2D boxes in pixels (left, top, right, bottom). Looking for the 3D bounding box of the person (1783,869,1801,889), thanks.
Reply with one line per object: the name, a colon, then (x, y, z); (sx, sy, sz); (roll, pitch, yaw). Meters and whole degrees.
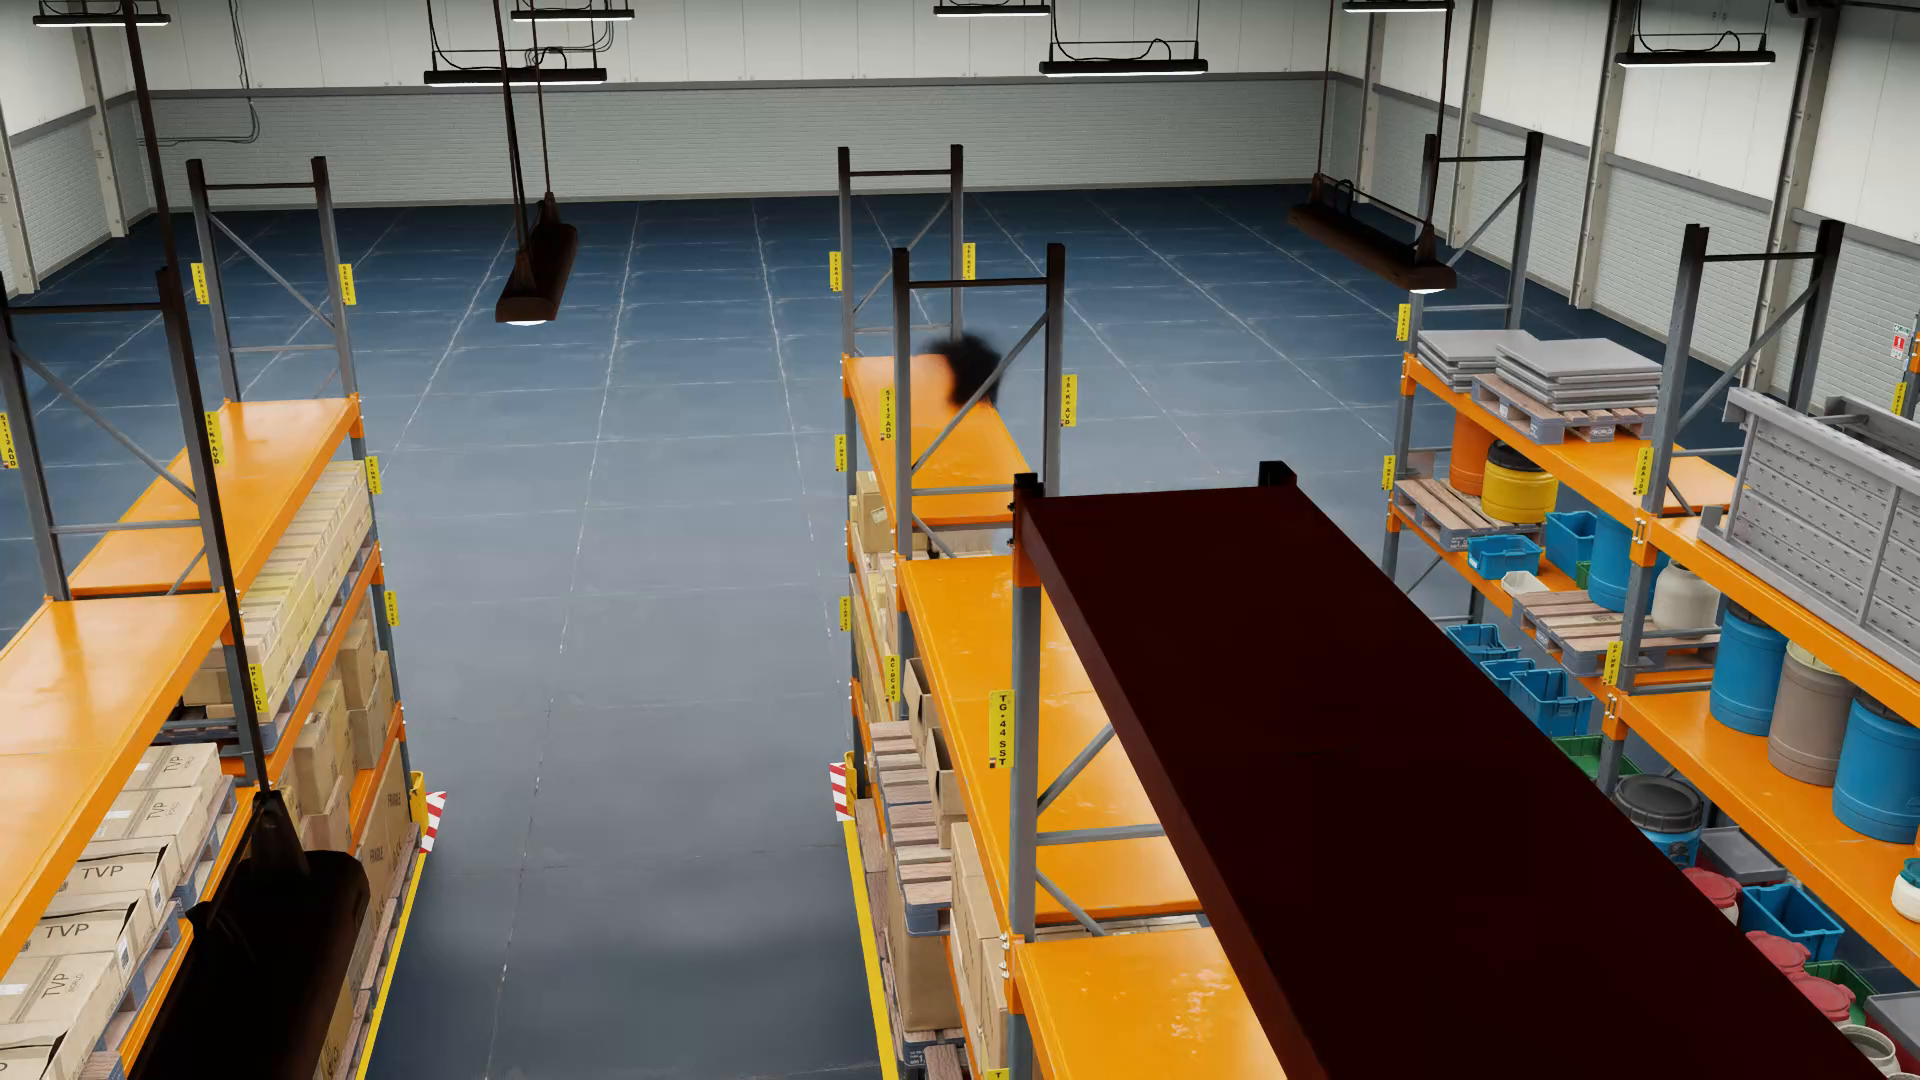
person: (6.888, 2.119, 14.010); (0.552, 1.738, 0.812); (-5, 22, -12)
